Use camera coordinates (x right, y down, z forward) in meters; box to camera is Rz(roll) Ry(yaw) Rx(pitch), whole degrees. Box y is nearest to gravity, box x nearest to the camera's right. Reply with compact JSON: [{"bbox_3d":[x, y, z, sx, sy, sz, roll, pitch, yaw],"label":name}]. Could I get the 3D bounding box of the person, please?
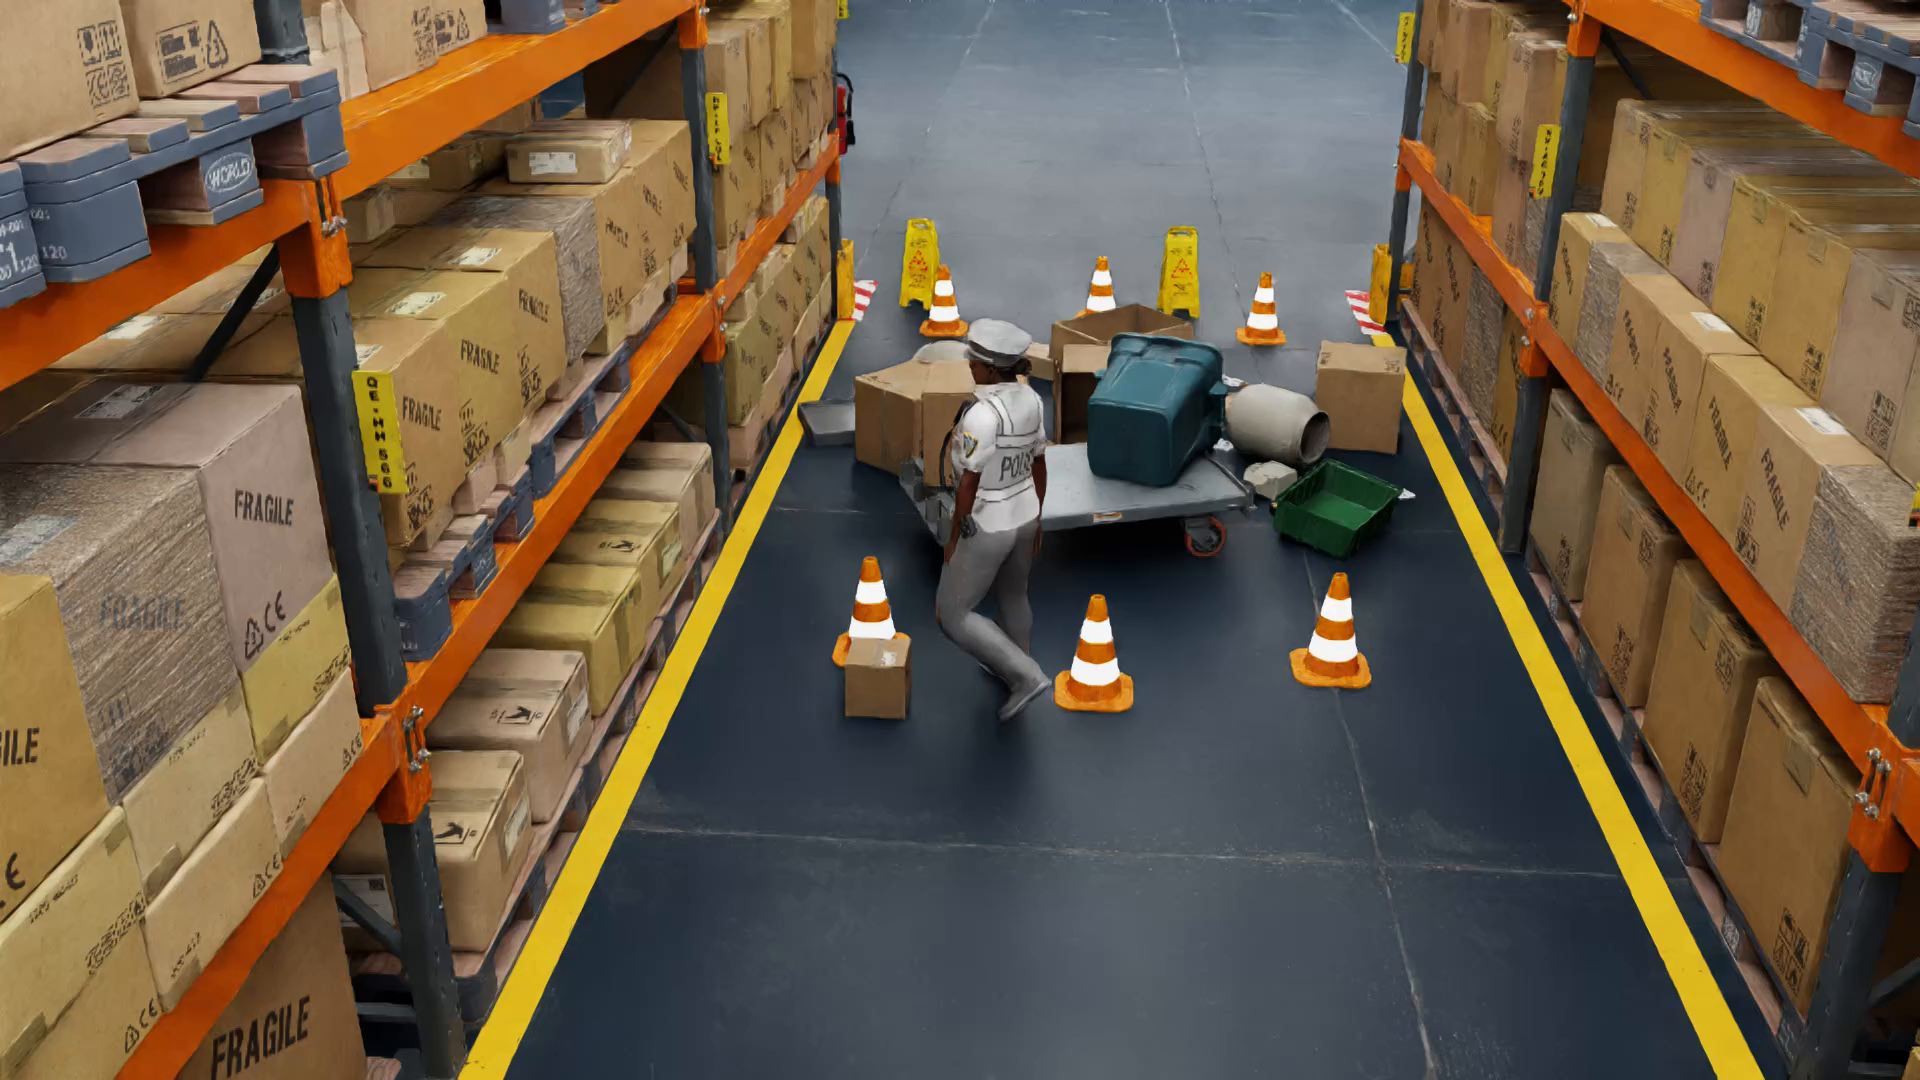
[{"bbox_3d":[0.193,-0.060,6.695,0.544,1.659,0.611,15,29,29],"label":"person"}]
